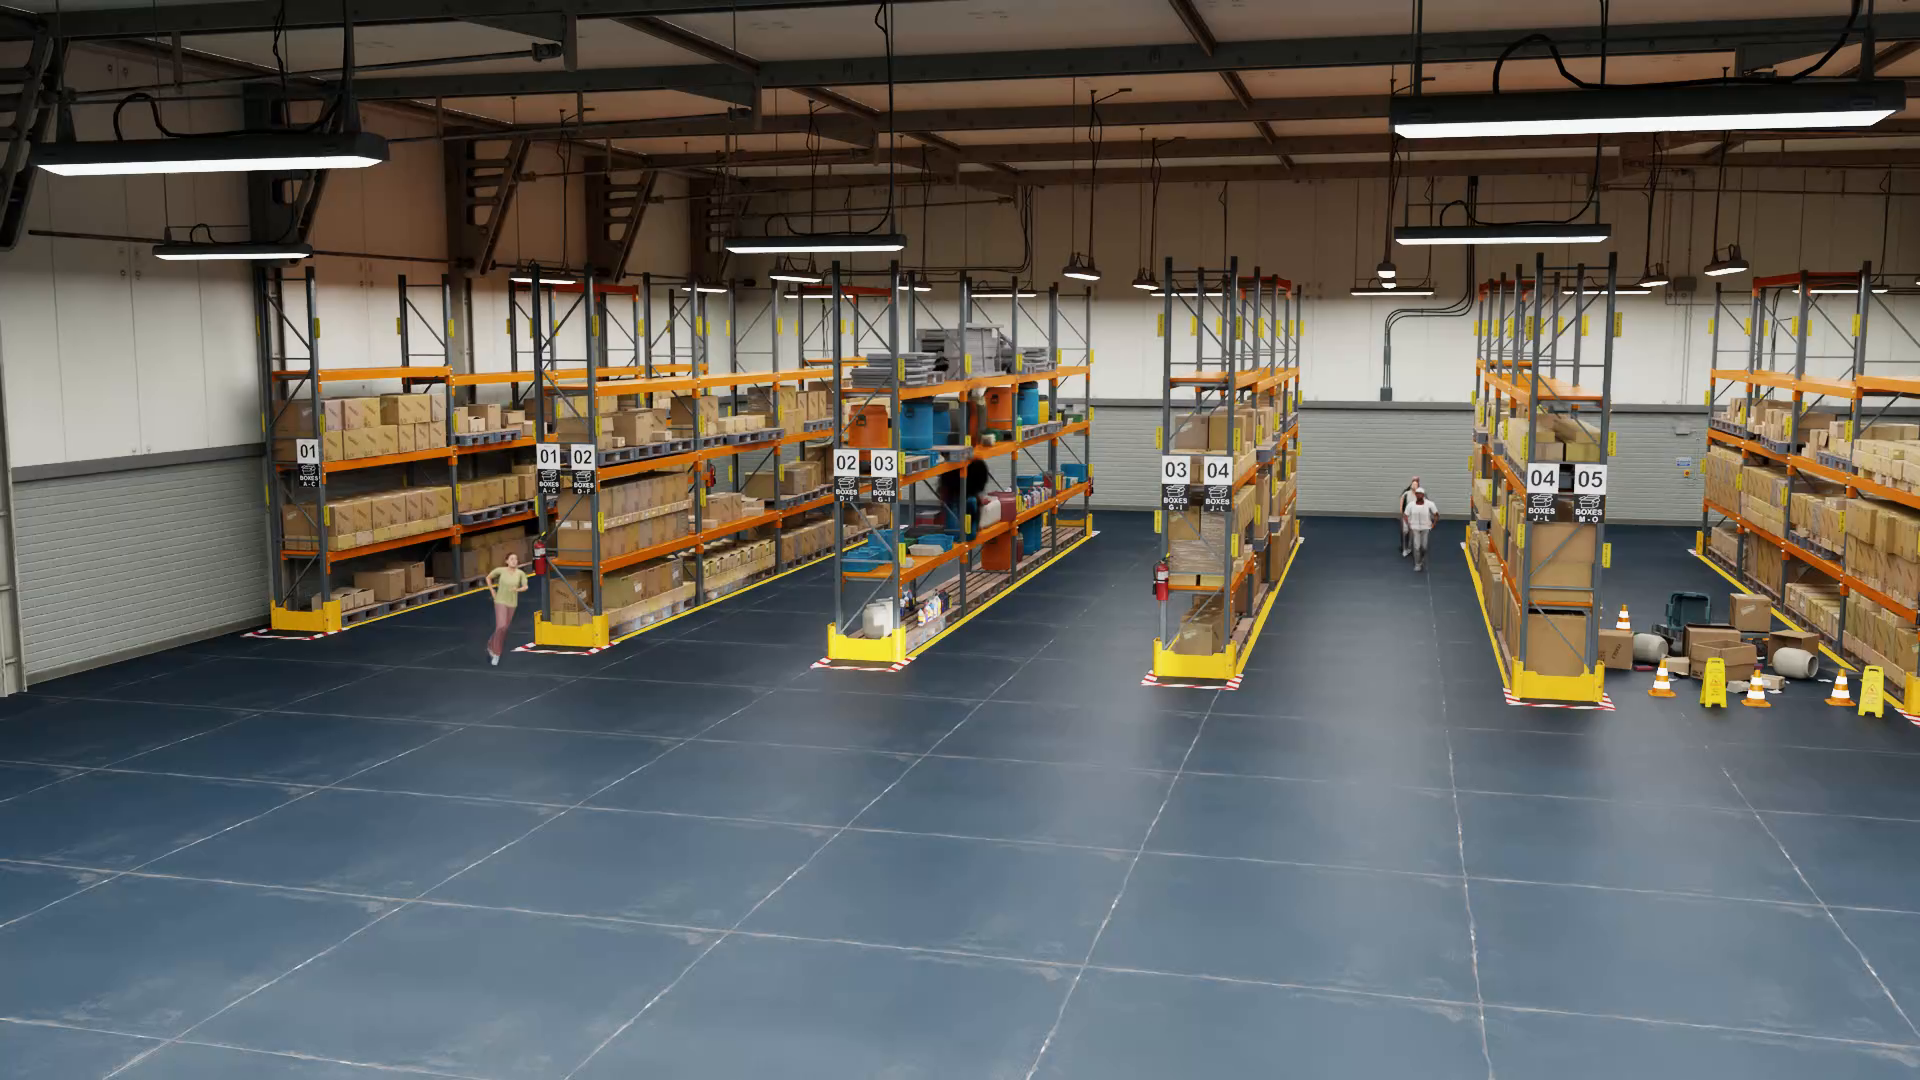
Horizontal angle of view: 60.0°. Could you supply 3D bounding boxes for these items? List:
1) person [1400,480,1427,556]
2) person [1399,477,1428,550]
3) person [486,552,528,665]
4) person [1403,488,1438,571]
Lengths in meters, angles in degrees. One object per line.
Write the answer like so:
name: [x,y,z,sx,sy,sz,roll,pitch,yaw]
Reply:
person: [10.049,-0.483,36.868,0.594,1.724,0.641,3,8,20]
person: [10.323,-0.613,37.885,0.692,1.674,0.647,5,9,35]
person: [-6.907,1.013,25.242,0.634,1.713,0.672,-5,9,-34]
person: [9.559,-0.226,34.547,0.699,1.728,0.506,3,8,19]
